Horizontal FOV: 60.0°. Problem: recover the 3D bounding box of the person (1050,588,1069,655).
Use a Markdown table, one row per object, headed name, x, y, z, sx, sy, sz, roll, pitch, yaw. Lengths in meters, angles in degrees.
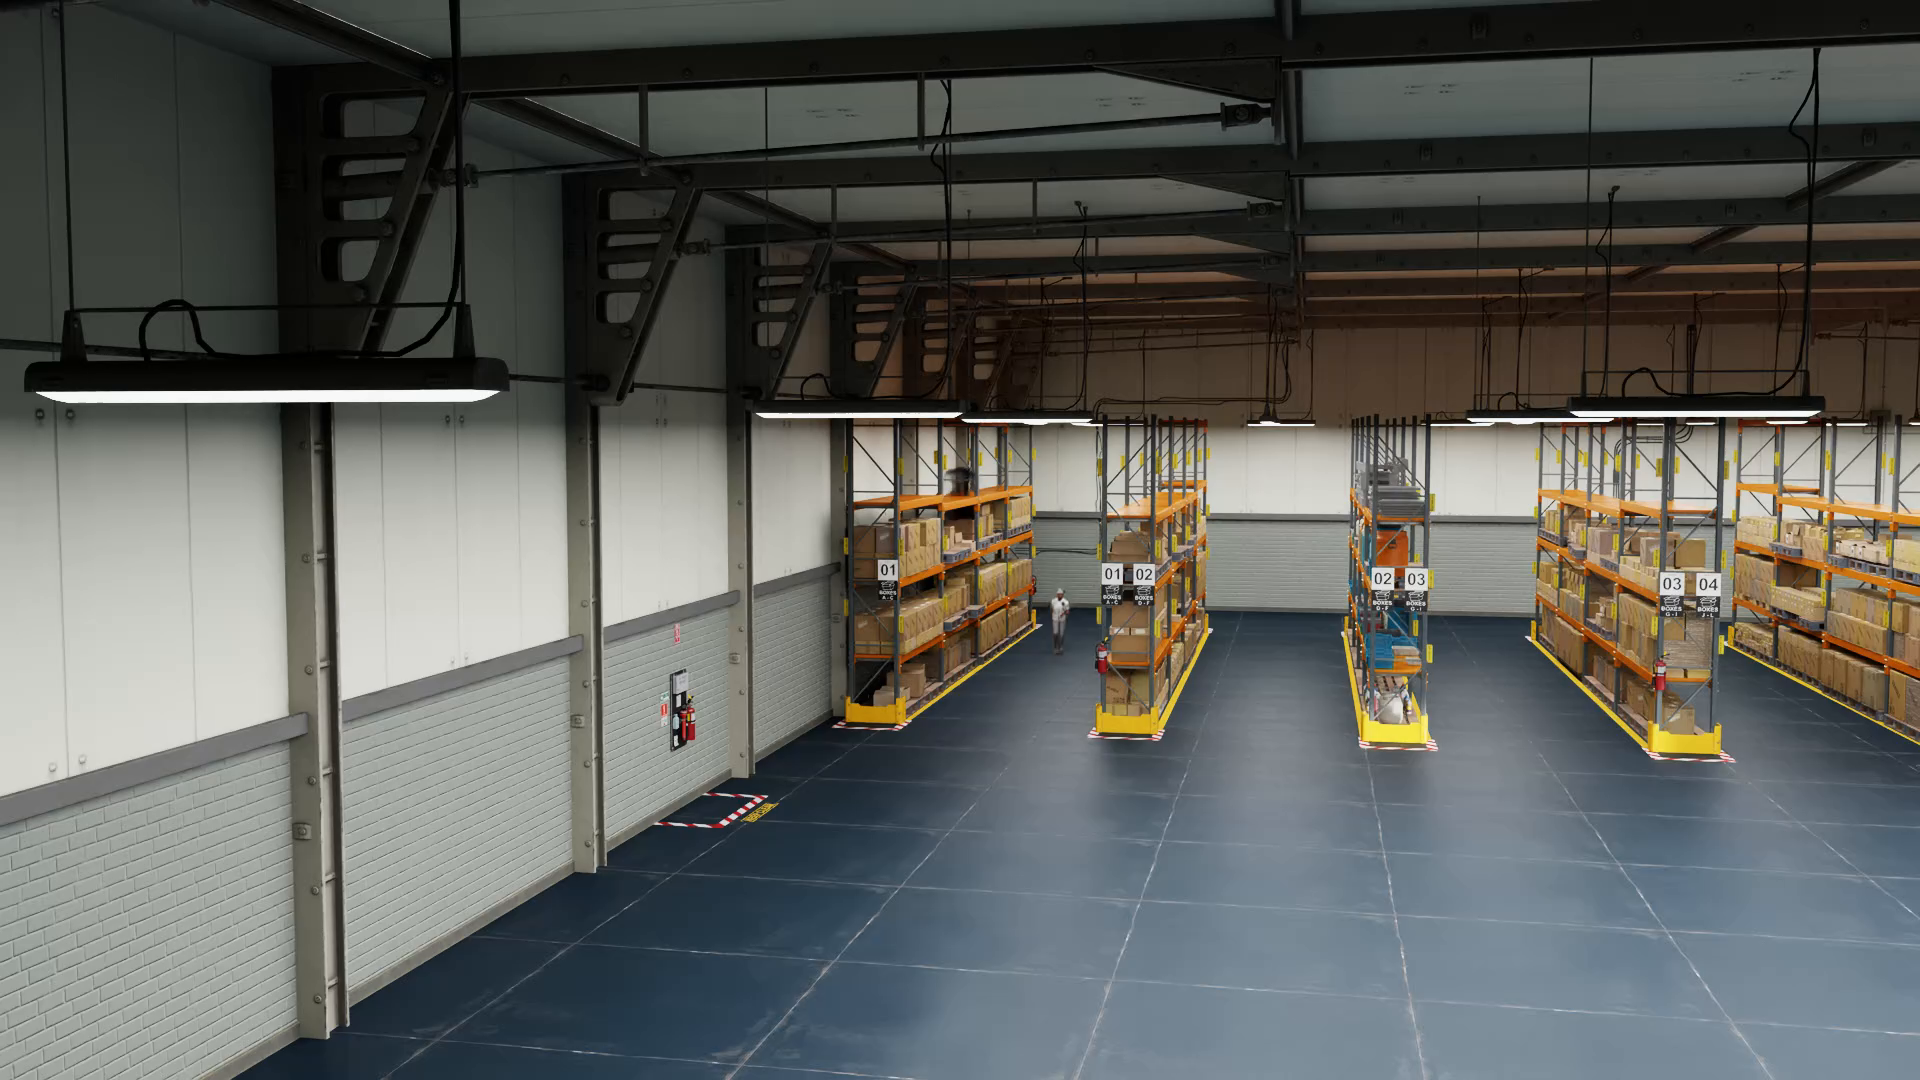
| name | x | y | z | sx | sy | sz | roll | pitch | yaw |
| --- | --- | --- | --- | --- | --- | --- | --- | --- | --- |
| person | 2.543 | 2.075 | 42.427 | 0.468 | 1.710 | 0.791 | 0 | 4 | 2 |
